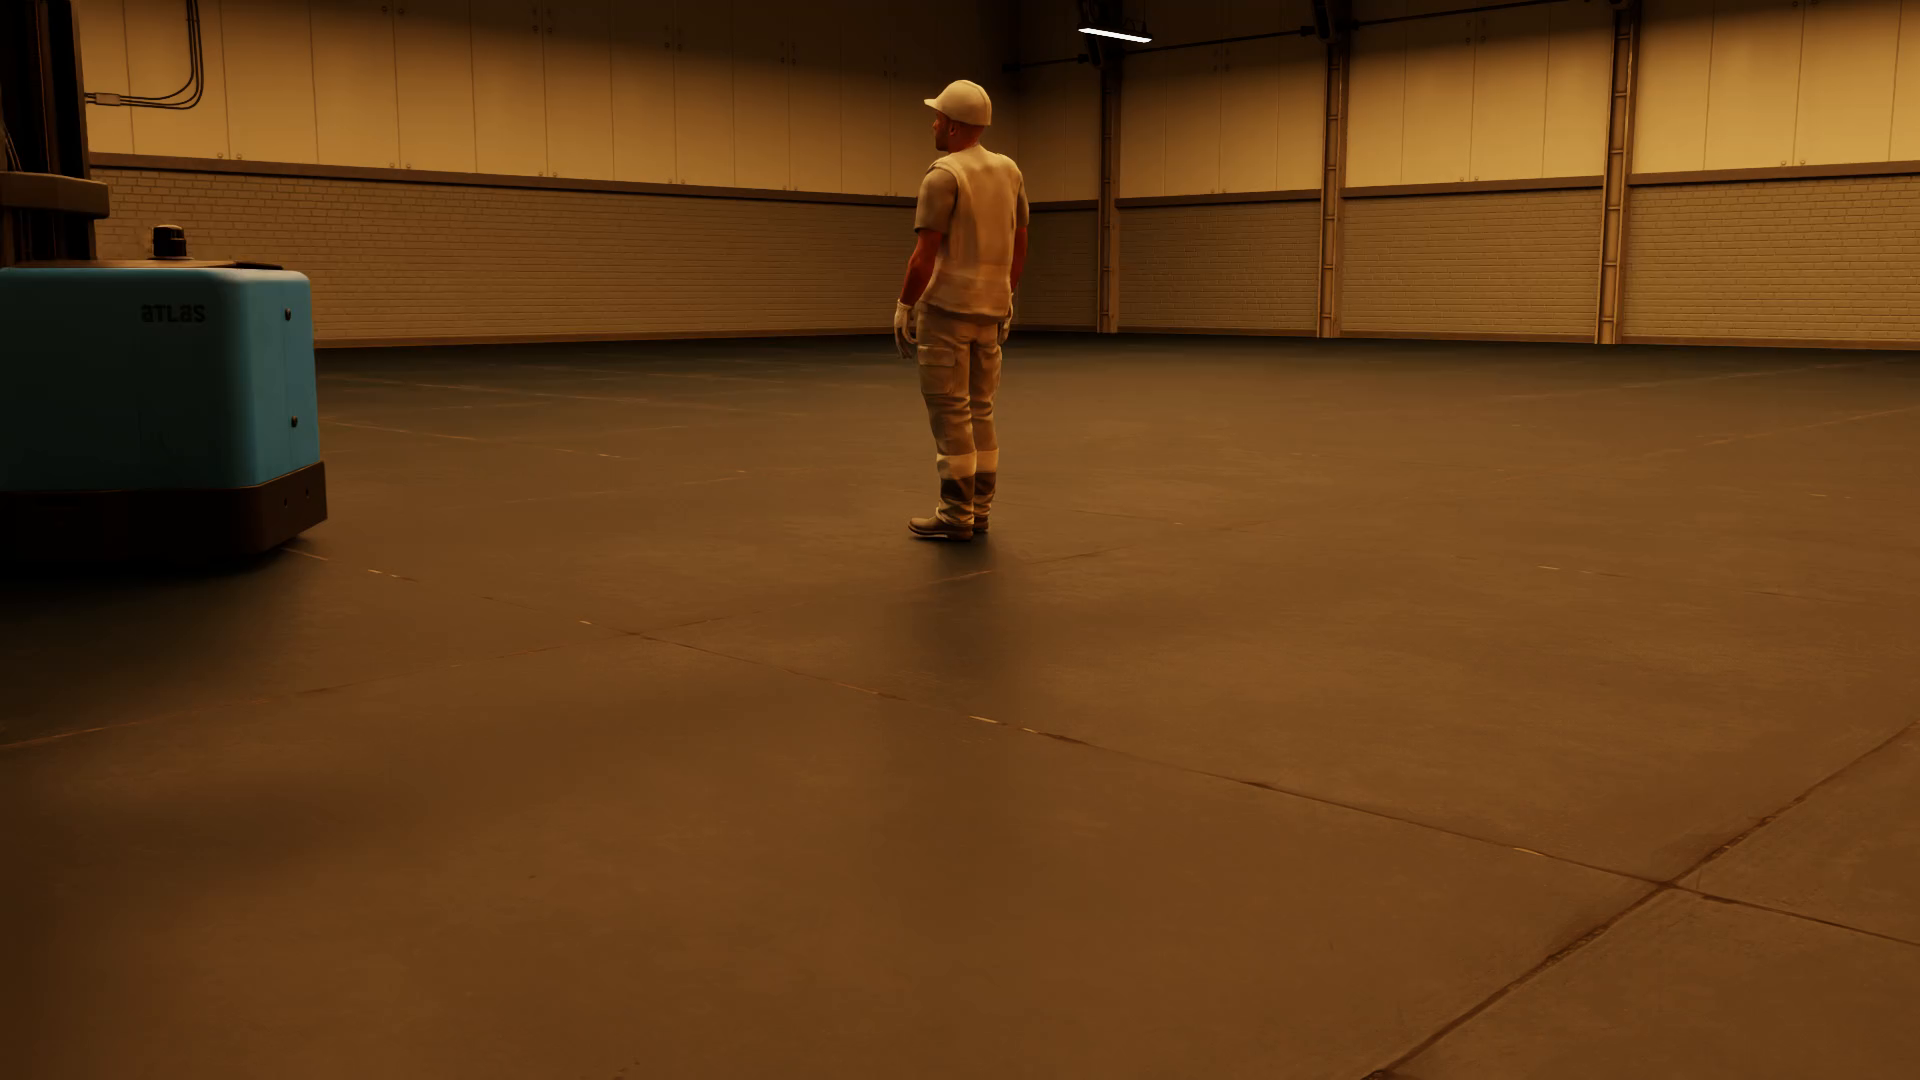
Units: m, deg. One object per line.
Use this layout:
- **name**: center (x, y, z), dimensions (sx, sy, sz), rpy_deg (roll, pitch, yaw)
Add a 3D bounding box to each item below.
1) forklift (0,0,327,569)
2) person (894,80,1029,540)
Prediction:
- **forklift**: center (-4.045, -1.375, 6.004), dimensions (3.031, 2.935, 1.130), rpy_deg (-1, 9, -7)
- **person**: center (-0.050, -0.902, 6.647), dimensions (0.562, 1.790, 0.637), rpy_deg (8, 12, 43)
